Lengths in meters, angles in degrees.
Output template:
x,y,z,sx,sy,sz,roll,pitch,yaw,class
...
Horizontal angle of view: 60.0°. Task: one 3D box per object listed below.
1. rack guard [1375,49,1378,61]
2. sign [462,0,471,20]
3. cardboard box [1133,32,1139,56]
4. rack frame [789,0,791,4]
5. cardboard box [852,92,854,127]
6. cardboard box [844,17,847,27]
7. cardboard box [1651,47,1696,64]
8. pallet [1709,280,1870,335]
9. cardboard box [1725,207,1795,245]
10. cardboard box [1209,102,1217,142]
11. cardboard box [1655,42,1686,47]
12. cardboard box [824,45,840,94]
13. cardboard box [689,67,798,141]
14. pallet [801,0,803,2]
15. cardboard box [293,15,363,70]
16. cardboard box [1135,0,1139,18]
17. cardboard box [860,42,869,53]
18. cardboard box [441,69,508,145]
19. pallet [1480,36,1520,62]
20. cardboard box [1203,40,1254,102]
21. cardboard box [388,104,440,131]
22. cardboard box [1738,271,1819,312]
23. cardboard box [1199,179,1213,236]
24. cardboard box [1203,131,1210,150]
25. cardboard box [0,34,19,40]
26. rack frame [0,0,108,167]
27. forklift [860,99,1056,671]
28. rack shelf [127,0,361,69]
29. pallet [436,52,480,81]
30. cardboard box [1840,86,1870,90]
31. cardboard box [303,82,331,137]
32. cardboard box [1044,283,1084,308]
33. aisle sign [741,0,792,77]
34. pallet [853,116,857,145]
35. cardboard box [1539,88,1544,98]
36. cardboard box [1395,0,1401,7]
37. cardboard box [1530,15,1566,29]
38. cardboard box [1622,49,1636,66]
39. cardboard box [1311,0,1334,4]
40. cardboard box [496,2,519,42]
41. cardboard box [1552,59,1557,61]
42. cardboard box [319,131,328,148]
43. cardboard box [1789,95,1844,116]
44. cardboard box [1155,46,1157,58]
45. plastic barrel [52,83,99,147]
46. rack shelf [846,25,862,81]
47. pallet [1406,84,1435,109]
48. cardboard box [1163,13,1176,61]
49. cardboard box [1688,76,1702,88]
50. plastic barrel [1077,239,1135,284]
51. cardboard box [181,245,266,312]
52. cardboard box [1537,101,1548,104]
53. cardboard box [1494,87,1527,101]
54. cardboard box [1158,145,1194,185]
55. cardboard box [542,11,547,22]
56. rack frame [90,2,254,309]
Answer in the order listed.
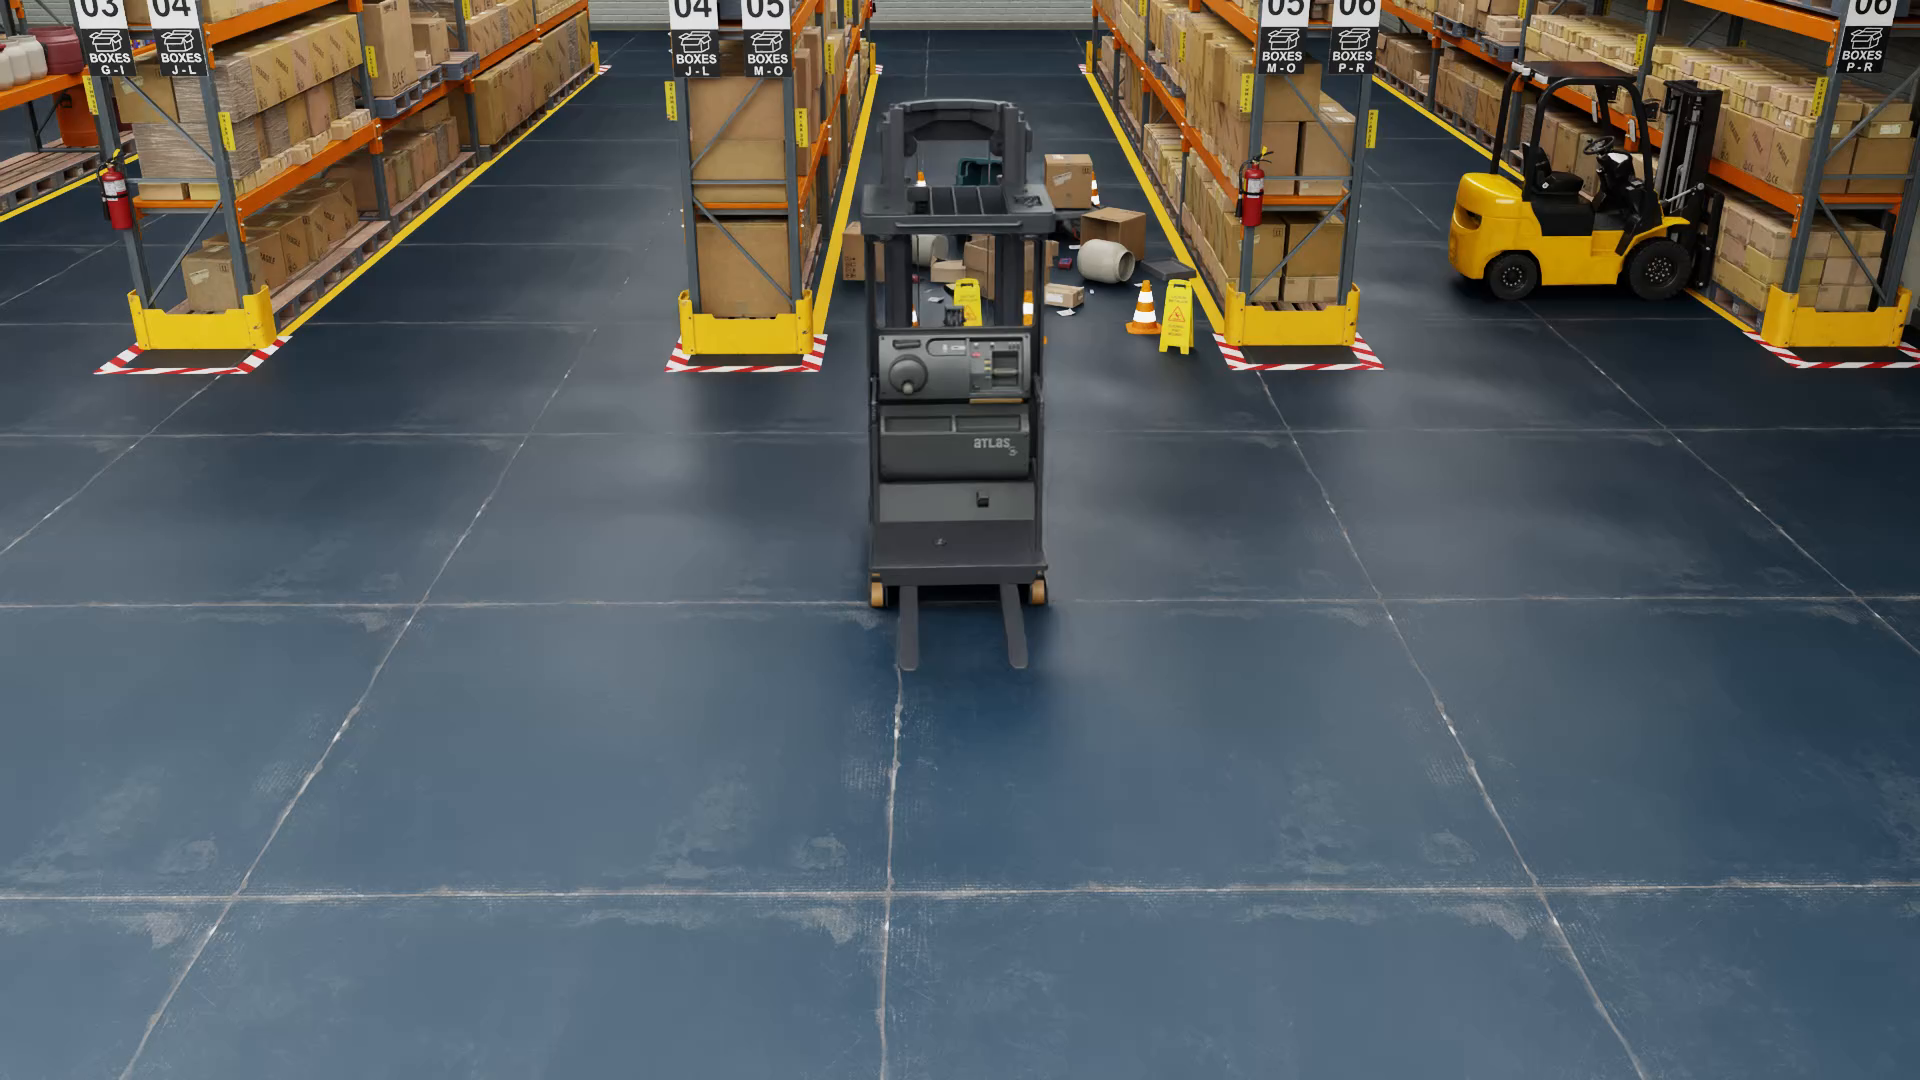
x,y,z,sx,sy,sz,roll,pitch,yaw,class
7.819,-8.626,29.715,1.175,0.500,0.348,0,24,-1,rack guard
-6.425,-6.929,21.621,0.100,0.325,0.005,0,24,-1,sign
2.656,-6.825,22.882,0.500,0.250,0.500,0,24,0,cardboard box
-1.919,-5.849,13.262,1.000,3.000,0.127,0,24,-1,rack frame
-1.778,-6.175,23.788,0.500,0.500,0.500,-1,24,-2,cardboard box
-1.830,-7.437,23.850,0.380,0.149,0.250,1,24,2,cardboard box
7.656,-5.195,17.827,0.380,0.149,0.250,0,24,1,cardboard box
7.943,-2.247,15.963,1.003,0.211,1.213,0,24,-1,pallet
7.665,-2.996,15.848,0.500,0.250,0.500,0,24,0,cardboard box
2.759,-4.204,16.423,0.500,0.500,0.500,0,24,0,cardboard box
8.184,-5.657,19.209,0.380,0.149,0.250,0,24,-1,cardboard box
-1.714,-5.650,19.982,0.500,0.500,0.500,0,24,0,cardboard box
-1.884,-3.829,14.583,0.875,0.550,0.550,0,24,-1,cardboard box
-1.954,-5.251,15.688,1.003,0.211,1.213,0,24,-1,pallet
-6.643,-5.235,17.490,0.500,0.500,0.500,0,24,-1,cardboard box
2.661,-7.400,22.637,0.500,0.500,0.500,0,24,0,cardboard box
-1.759,-8.445,28.510,0.380,0.149,0.250,-1,24,-2,cardboard box
-6.954,-5.939,22.810,1.225,0.875,0.875,-1,24,-3,cardboard box
7.828,-6.691,22.637,1.213,0.211,1.003,0,24,-1,pallet
2.699,-4.444,15.739,0.700,0.500,0.500,-1,24,-1,cardboard box
-6.914,-5.340,21.006,0.500,0.250,0.500,2,24,5,cardboard box
7.672,-2.334,15.597,0.500,0.250,0.500,0,24,0,cardboard box
2.744,-3.429,17.109,0.500,0.500,0.500,1,24,2,cardboard box
2.673,-4.055,16.880,0.380,0.149,0.250,0,24,0,cardboard box
-16.708,-8.523,28.955,0.500,0.500,0.500,0,24,-1,cardboard box
-11.920,-6.409,21.780,1.000,3.000,0.127,0,24,-1,rack frame
-0.022,-1.046,10.007,1.130,2.935,3.031,-1,24,-2,forklift
-6.902,-4.998,15.893,1.077,0.370,4.000,0,24,-1,rack shelf
-6.853,-6.051,21.221,1.213,0.211,1.003,0,24,-1,pallet
8.229,-4.138,15.489,0.380,0.149,0.250,0,24,0,cardboard box
-6.904,-4.366,16.782,0.875,0.500,0.500,0,24,-1,cardboard box
0.995,-2.411,16.400,0.380,0.149,0.250,13,27,27,cardboard box
-1.618,-4.272,13.901,0.394,0.787,0.004,0,24,-1,aisle sign
-2.024,-5.965,24.182,1.003,0.211,1.213,0,24,-1,pallet
8.236,-6.173,22.996,0.380,0.149,0.250,0,24,1,cardboard box
7.512,-9.014,27.845,0.380,0.149,0.250,-1,24,-2,cardboard box
7.615,-6.708,21.533,0.380,0.149,0.250,0,24,1,cardboard box
7.703,-5.438,18.726,0.380,0.149,0.250,-1,24,-1,cardboard box
3.291,-4.821,14.451,0.500,0.250,0.500,-1,24,-2,cardboard box
-6.721,-7.514,24.103,0.500,0.500,0.500,-1,24,-1,cardboard box
7.679,-5.828,20.677,0.500,0.250,0.500,-1,24,-2,cardboard box
-6.663,-4.066,16.905,0.380,0.149,0.250,0,24,-1,cardboard box
7.745,-3.928,15.025,0.380,0.149,0.250,0,24,0,cardboard box
2.686,-6.188,21.088,0.380,0.149,0.250,-2,24,-4,cardboard box
-11.942,-5.813,22.586,0.600,0.830,0.708,0,24,-1,plastic barrel
-2.028,-6.908,23.757,1.077,0.370,4.000,0,24,-1,rack shelf
7.856,-7.160,26.825,1.003,0.211,1.213,0,24,-1,pallet
2.739,-6.022,19.933,0.500,0.500,0.500,-1,24,-3,cardboard box
7.655,-4.636,16.951,0.380,0.149,0.250,0,24,-1,cardboard box
1.493,-2.850,17.037,0.512,0.421,0.421,19,30,35,plastic barrel
-6.870,-2.444,15.538,0.500,0.500,0.500,4,25,9,cardboard box
8.181,-5.727,22.796,0.500,0.500,0.500,1,24,1,cardboard box
7.613,-6.162,22.971,0.380,0.149,0.250,-1,24,-3,cardboard box
2.957,-4.620,20.505,0.950,0.372,0.625,1,24,1,cardboard box
-6.684,-8.197,26.038,0.380,0.149,0.250,-1,24,-2,cardboard box
-6.880,-3.135,14.541,1.000,3.000,0.127,0,24,-1,rack frame
